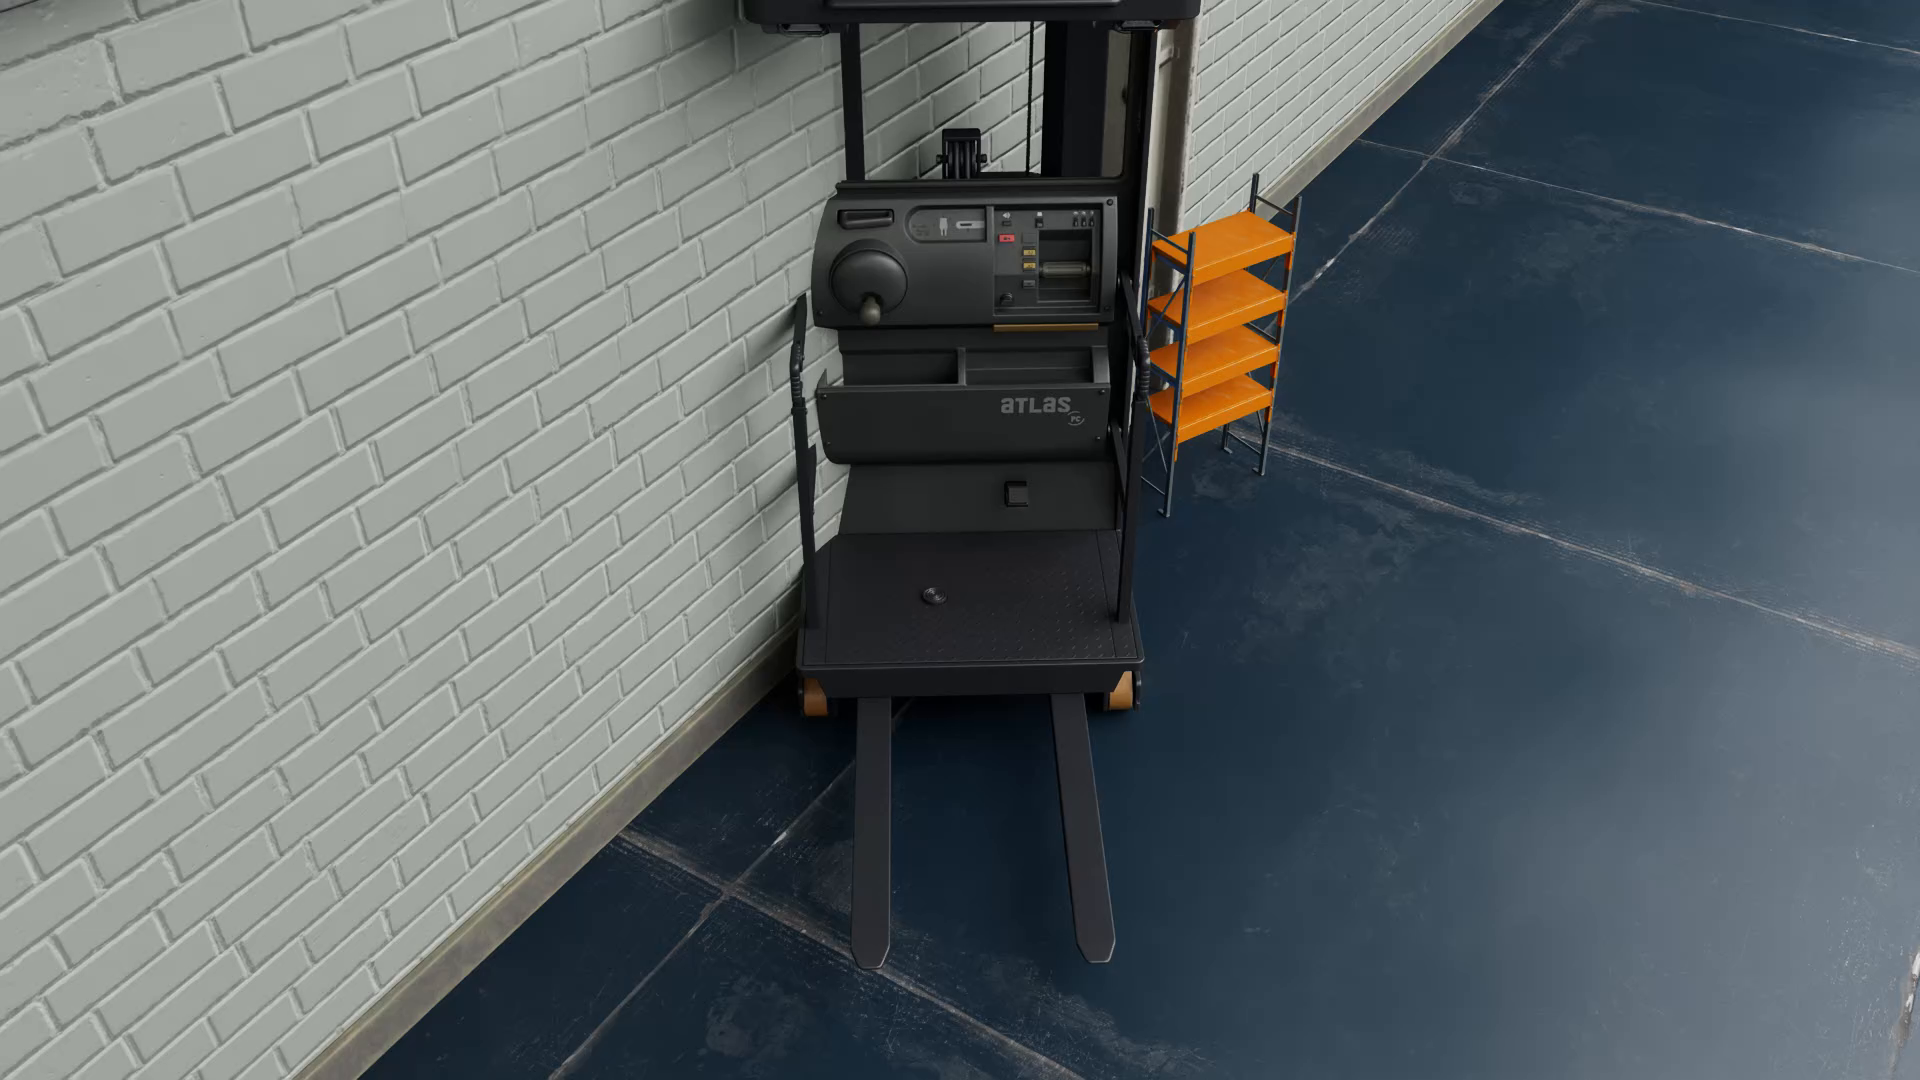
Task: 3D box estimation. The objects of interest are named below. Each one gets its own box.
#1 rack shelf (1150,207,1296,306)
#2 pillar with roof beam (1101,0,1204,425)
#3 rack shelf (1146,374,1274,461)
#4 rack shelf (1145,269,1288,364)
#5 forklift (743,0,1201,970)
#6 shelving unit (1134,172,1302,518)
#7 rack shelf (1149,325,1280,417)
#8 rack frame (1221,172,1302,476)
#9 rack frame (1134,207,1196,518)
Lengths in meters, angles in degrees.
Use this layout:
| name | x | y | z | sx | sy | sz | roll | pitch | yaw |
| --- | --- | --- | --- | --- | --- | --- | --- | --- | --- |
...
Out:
| name | x | y | z | sx | sy | sz | roll | pitch | yaw |
| --- | --- | --- | --- | --- | --- | --- | --- | --- | --- |
| rack shelf | 0.929 | -1.018 | 5.944 | 0.480 | 0.148 | 0.258 | -23 | 43 | -27 |
| pillar with roof beam | 4.296 | -2.768 | 2.469 | 9.100 | 9.000 | 0.400 | 21 | 42 | 25 |
| rack shelf | 0.929 | -0.496 | 6.346 | 0.480 | 0.148 | 0.258 | -23 | 43 | -27 |
| rack shelf | 0.929 | -0.830 | 6.088 | 0.480 | 0.148 | 0.258 | -23 | 43 | -27 |
| forklift | 0.019 | -0.778 | 4.858 | 1.130 | 2.935 | 3.031 | -1 | 38 | -1 |
| shelving unit | 0.929 | -0.706 | 6.184 | 0.503 | 1.200 | 0.258 | -23 | 43 | -27 |
| rack shelf | 0.929 | -0.653 | 6.225 | 0.480 | 0.148 | 0.258 | -23 | 43 | -27 |
| rack frame | 1.130 | -0.791 | 6.293 | 0.015 | 1.200 | 0.240 | -23 | 43 | -27 |
| rack frame | 0.728 | -0.622 | 6.075 | 0.015 | 1.200 | 0.240 | -23 | 43 | -27 |
